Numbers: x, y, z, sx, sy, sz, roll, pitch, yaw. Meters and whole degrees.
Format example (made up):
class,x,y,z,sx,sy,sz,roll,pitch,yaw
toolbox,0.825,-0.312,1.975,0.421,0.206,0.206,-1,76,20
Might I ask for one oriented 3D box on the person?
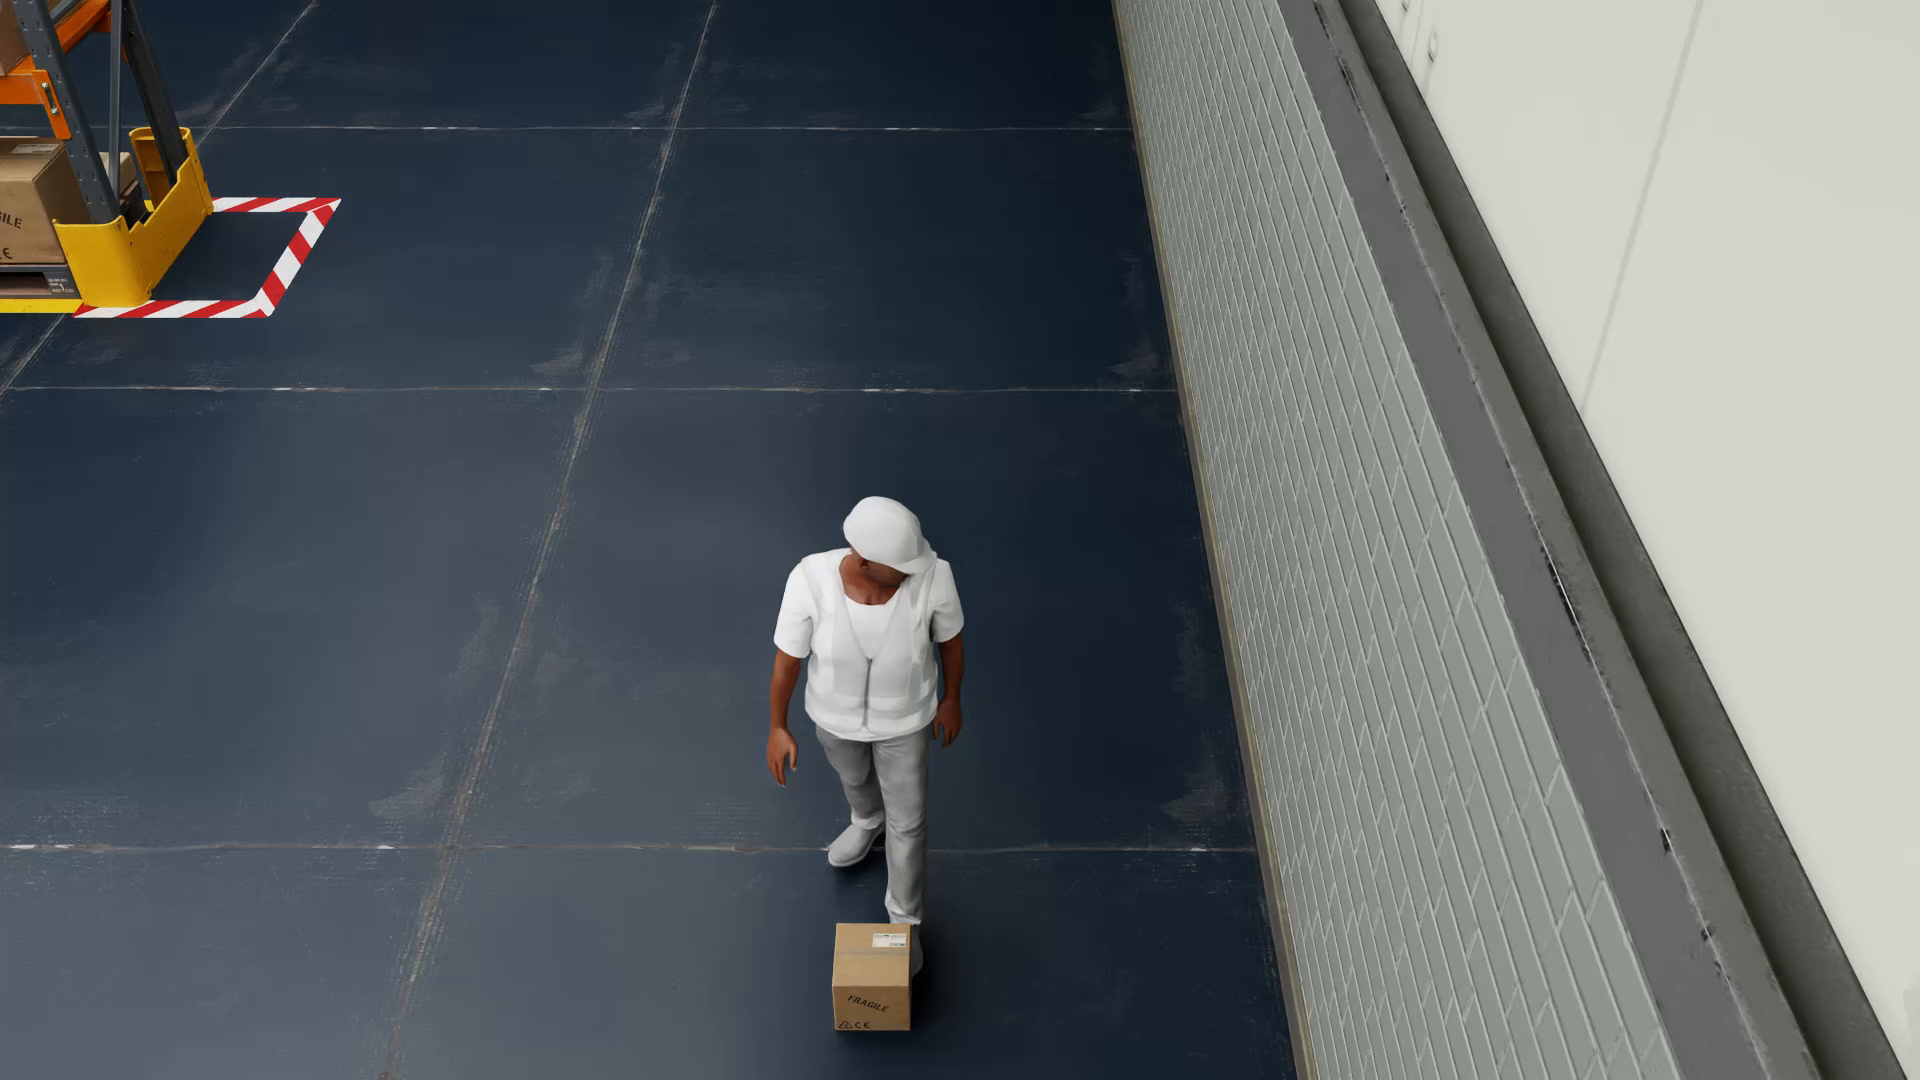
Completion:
class,x,y,z,sx,sy,sz,roll,pitch,yaw
person,-0.307,0.603,5.381,0.615,1.757,0.766,4,39,4
